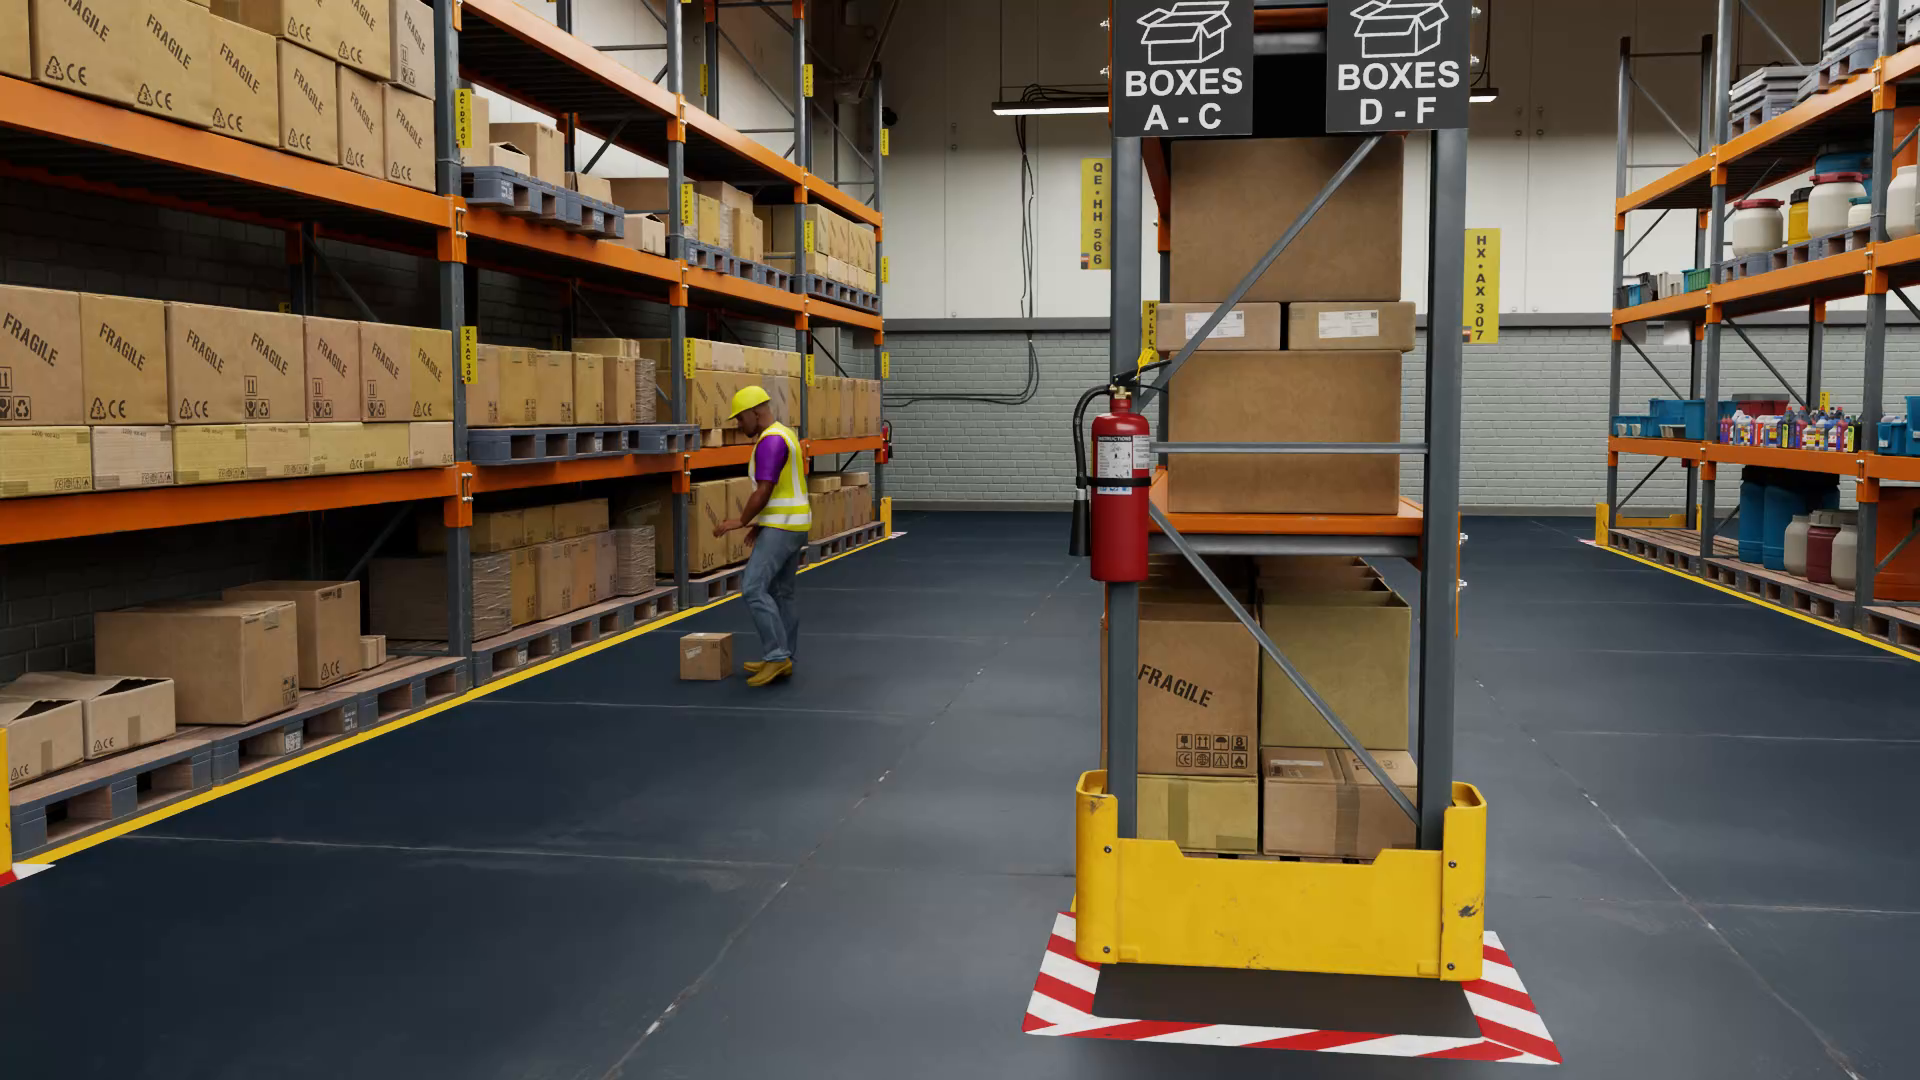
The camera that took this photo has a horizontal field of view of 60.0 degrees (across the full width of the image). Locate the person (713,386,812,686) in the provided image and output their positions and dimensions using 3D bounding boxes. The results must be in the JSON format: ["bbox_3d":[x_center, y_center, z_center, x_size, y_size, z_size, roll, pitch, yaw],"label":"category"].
[{"bbox_3d":[-1.176,-0.035,9.990,0.567,1.773,0.588,0,4,0],"label":"person"}]
